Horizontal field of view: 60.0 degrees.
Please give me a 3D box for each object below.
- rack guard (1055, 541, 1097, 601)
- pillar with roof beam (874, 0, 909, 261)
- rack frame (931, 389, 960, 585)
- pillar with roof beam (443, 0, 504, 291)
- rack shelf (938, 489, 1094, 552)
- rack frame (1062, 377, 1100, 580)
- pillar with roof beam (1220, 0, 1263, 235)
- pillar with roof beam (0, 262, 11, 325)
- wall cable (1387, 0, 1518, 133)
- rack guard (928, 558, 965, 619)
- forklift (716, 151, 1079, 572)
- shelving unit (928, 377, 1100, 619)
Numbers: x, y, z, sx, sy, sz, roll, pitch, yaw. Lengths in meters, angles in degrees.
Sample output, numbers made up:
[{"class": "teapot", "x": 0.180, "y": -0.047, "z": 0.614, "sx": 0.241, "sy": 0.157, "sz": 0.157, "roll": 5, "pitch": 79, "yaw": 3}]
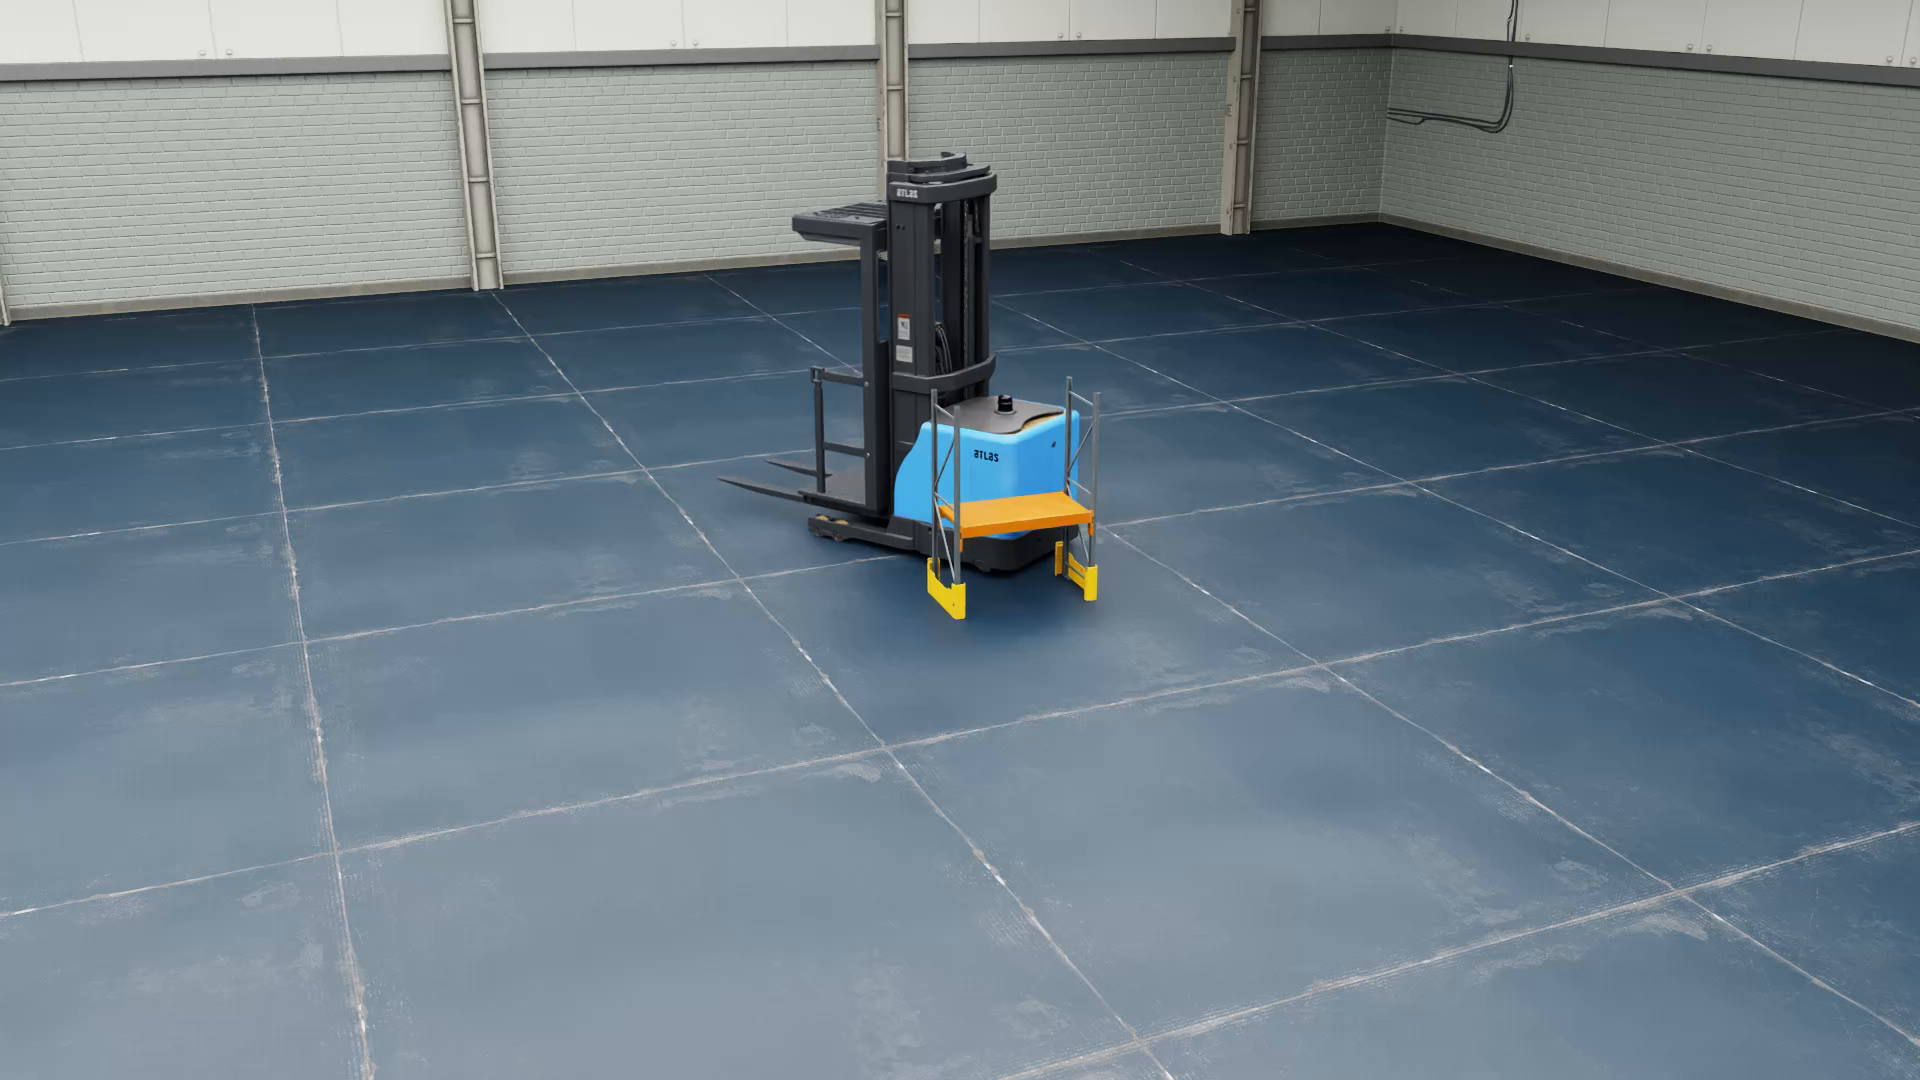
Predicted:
[{"class": "rack guard", "x": 0.836, "y": 0.220, "z": 12.020, "sx": 0.087, "sy": 0.250, "sz": 0.587, "roll": -7, "pitch": 21, "yaw": -19}, {"class": "pillar with roof beam", "x": 0.715, "y": -7.191, "z": 19.897, "sx": 0.400, "sy": 9.000, "sz": 9.100, "roll": -8, "pitch": 21, "yaw": -22}, {"class": "rack frame", "x": -0.098, "y": -0.254, "z": 11.485, "sx": 0.032, "sy": 1.500, "sz": 0.500, "roll": -7, "pitch": 21, "yaw": -19}, {"class": "pillar with roof beam", "x": -4.794, "y": -6.402, "z": 17.655, "sx": 0.400, "sy": 9.000, "sz": 9.100, "roll": -8, "pitch": 21, "yaw": -22}, {"class": "rack shelf", "x": 0.378, "y": -0.143, "z": 11.712, "sx": 1.000, "sy": 0.185, "sz": 0.538, "roll": -7, "pitch": 21, "yaw": -19}, {"class": "rack frame", "x": 0.855, "y": -0.372, "z": 11.819, "sx": 0.032, "sy": 1.500, "sz": 0.500, "roll": -7, "pitch": 21, "yaw": -19}, {"class": "pillar with roof beam", "x": 6.224, "y": -7.981, "z": 22.138, "sx": 0.400, "sy": 9.000, "sz": 9.100, "roll": -8, "pitch": 21, "yaw": -22}, {"class": "pillar with roof beam", "x": -10.303, "y": -5.613, "z": 15.413, "sx": 0.400, "sy": 9.000, "sz": 9.100, "roll": -8, "pitch": 21, "yaw": -22}, {"class": "wall cable", "x": 7.748, "y": -7.813, "z": 26.338, "sx": 0.112, "sy": 2.526, "sz": 3.097, "roll": -8, "pitch": 21, "yaw": -22}, {"class": "rack guard", "x": -0.097, "y": 0.335, "z": 11.693, "sx": 0.087, "sy": 0.250, "sz": 0.587, "roll": -7, "pitch": 21, "yaw": -19}, {"class": "forklift", "x": -0.588, "y": -1.502, "z": 12.876, "sx": 3.031, "sy": 2.935, "sz": 1.130, "roll": 13, "pitch": 23, "yaw": 32}, {"class": "shelving unit", "x": 0.370, "y": -0.312, "z": 11.649, "sx": 1.083, "sy": 1.500, "sz": 0.587, "roll": -7, "pitch": 21, "yaw": -19}]
